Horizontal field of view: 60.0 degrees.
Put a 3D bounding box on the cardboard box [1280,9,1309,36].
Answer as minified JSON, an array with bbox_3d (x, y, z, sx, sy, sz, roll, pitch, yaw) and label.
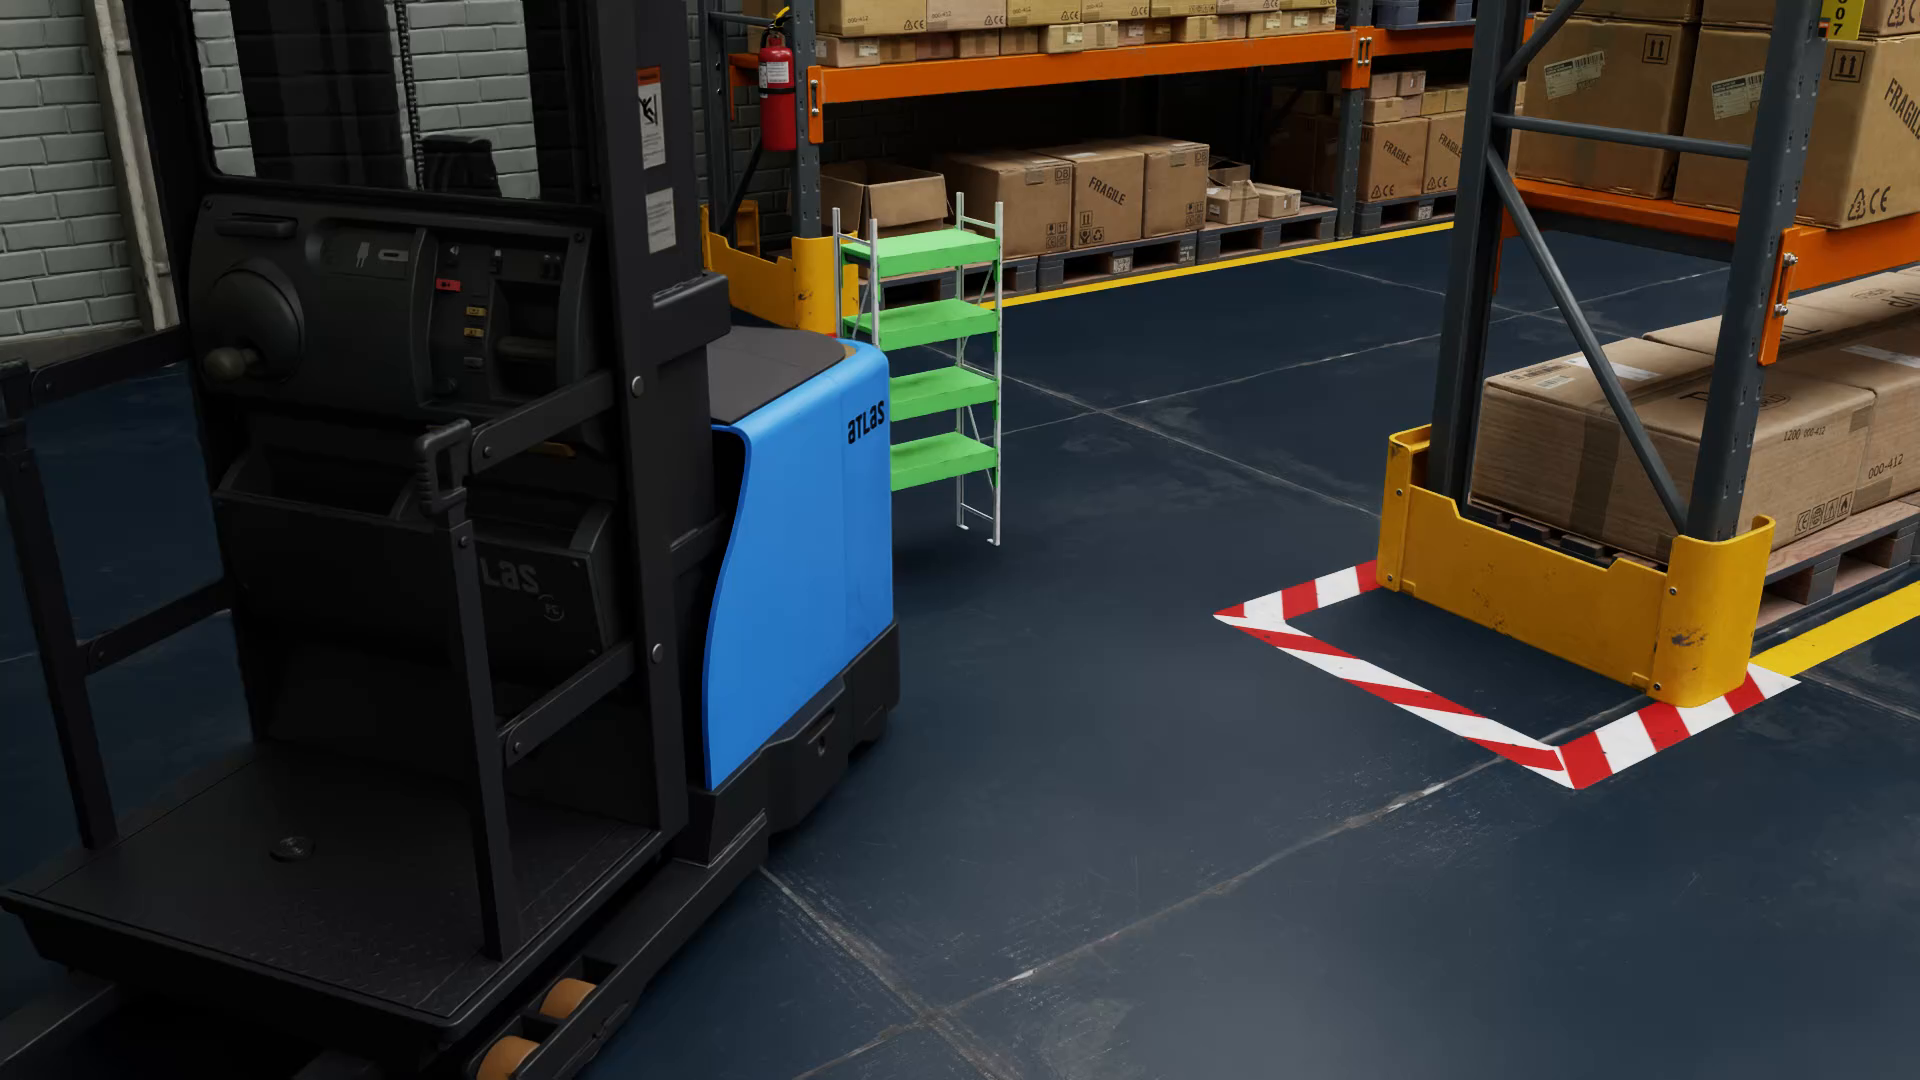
[{"bbox_3d":[1.896,-3.160,10.107,0.250,0.149,0.380,-14,26,-31],"label":"cardboard box"}]

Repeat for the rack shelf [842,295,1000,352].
[{"bbox_3d":[-0.134,-0.685,5.519,0.480,0.148,0.258,-15,26,-33],"label":"rack shelf"}]

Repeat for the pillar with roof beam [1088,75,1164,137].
[{"bbox_3d":[3.629,-5.096,6.526,0.400,9.000,9.100,-15,26,-33],"label":"pillar with roof beam"}]

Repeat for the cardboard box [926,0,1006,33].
[{"bbox_3d":[-0.106,-2.814,8.701,0.500,0.250,0.500,-15,26,-32],"label":"cardboard box"}]

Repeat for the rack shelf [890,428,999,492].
[{"bbox_3d":[-0.134,-0.239,5.697,0.480,0.148,0.258,-15,26,-33],"label":"rack shelf"}]

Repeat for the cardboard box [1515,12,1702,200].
[{"bbox_3d":[2.098,-1.357,5.114,0.500,0.500,0.500,-15,26,-33],"label":"cardboard box"}]

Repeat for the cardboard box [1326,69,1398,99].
[{"bbox_3d":[2.617,-2.974,10.831,0.250,0.149,0.380,-15,26,-34],"label":"cardboard box"}]

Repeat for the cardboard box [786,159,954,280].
[{"bbox_3d":[-0.489,-1.758,9.057,0.637,0.503,0.797,-16,27,-35],"label":"cardboard box"}]

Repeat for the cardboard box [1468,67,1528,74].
[{"bbox_3d":[4.003,-3.437,12.394,0.250,0.149,0.380,-16,27,-34],"label":"cardboard box"}]

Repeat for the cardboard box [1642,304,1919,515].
[{"bbox_3d":[3.077,-0.505,6.005,0.875,0.438,0.875,-14,26,-31],"label":"cardboard box"}]

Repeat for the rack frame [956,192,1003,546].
[{"bbox_3d":[0.064,-0.574,5.717,0.015,1.200,0.240,-15,26,-33],"label":"rack frame"}]

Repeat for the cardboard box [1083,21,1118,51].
[{"bbox_3d":[0.663,-2.818,9.249,0.250,0.149,0.380,-14,26,-32],"label":"cardboard box"}]

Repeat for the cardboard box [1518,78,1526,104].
[{"bbox_3d":[3.878,-3.186,11.765,0.250,0.149,0.380,-15,26,-33],"label":"cardboard box"}]

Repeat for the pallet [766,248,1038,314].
[{"bbox_3d":[-0.332,-1.513,9.403,1.213,0.211,1.003,-15,26,-33],"label":"pallet"}]

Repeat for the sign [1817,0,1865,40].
[{"bbox_3d":[2.180,-1.397,4.075,0.005,0.325,0.100,-15,26,-33],"label":"sign"}]

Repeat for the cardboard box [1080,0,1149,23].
[{"bbox_3d":[0.706,-3.041,9.272,0.500,0.250,0.500,-16,27,-34],"label":"cardboard box"}]

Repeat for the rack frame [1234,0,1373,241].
[{"bbox_3d":[2.206,-3.485,10.582,0.127,3.000,1.000,-15,26,-33],"label":"rack frame"}]

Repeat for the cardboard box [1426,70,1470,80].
[{"bbox_3d":[3.585,-3.325,12.112,0.250,0.149,0.380,-16,27,-35],"label":"cardboard box"}]

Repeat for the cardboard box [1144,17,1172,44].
[{"bbox_3d":[1.005,-2.962,9.611,0.250,0.149,0.380,-14,26,-32],"label":"cardboard box"}]

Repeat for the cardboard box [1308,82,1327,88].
[{"bbox_3d":[2.547,-3.045,11.411,0.250,0.149,0.380,-15,26,-33],"label":"cardboard box"}]

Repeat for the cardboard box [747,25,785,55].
[{"bbox_3d":[-0.928,-2.655,8.841,0.250,0.149,0.380,-15,26,-33],"label":"cardboard box"}]

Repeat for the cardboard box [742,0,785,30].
[{"bbox_3d":[-0.822,-2.867,8.834,0.500,0.250,0.500,-14,26,-31],"label":"cardboard box"}]

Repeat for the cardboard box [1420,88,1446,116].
[{"bbox_3d":[3.034,-2.960,11.197,0.250,0.149,0.380,-17,27,-36],"label":"cardboard box"}]

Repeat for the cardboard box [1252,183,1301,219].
[{"bbox_3d":[1.926,-2.147,10.508,0.250,0.149,0.380,-16,27,-34],"label":"cardboard box"}]

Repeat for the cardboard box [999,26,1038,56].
[{"bbox_3d":[0.212,-2.722,9.011,0.250,0.149,0.380,-14,26,-32],"label":"cardboard box"}]

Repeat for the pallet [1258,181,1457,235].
[{"bbox_3d":[2.844,-2.377,11.568,1.213,0.211,1.003,-15,26,-33],"label":"pallet"}]

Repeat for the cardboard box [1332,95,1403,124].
[{"bbox_3d":[2.653,-2.818,10.841,0.250,0.149,0.380,-14,25,-30],"label":"cardboard box"}]

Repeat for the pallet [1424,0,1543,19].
[{"bbox_3d":[3.877,-3.839,11.728,1.213,0.211,1.003,-15,26,-33],"label":"pallet"}]

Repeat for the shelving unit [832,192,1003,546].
[{"bbox_3d":[-0.134,-0.521,5.584,0.503,1.200,0.258,-15,26,-33],"label":"shelving unit"}]

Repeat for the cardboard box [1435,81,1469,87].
[{"bbox_3d":[3.473,-3.066,11.463,0.250,0.149,0.380,-15,26,-33],"label":"cardboard box"}]

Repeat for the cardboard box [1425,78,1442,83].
[{"bbox_3d":[3.187,-3.207,11.816,0.250,0.149,0.380,-14,26,-31],"label":"cardboard box"}]

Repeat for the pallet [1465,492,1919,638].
[{"bbox_3d":[2.465,-0.028,5.681,1.213,0.211,1.003,-15,26,-33],"label":"pallet"}]

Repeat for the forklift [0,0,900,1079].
[{"bbox_3d":[-1.191,-0.434,3.028,1.130,2.935,3.031,9,23,20],"label":"forklift"}]

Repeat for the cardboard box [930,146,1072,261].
[{"bbox_3d":[0.228,-1.930,9.492,0.500,0.500,0.700,-14,26,-31],"label":"cardboard box"}]

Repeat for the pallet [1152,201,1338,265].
[{"bbox_3d":[1.648,-2.041,10.727,1.213,0.211,1.003,-15,26,-33],"label":"pallet"}]

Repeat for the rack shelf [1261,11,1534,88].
[{"bbox_3d":[3.830,-3.583,11.800,4.000,0.370,1.077,-15,26,-33],"label":"rack shelf"}]

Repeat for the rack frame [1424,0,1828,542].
[{"bbox_3d":[1.861,-1.126,4.672,0.127,3.000,1.000,-15,26,-33],"label":"rack frame"}]

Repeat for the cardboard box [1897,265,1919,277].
[{"bbox_3d":[4.536,-0.894,6.979,0.875,0.438,0.875,-15,26,-34],"label":"cardboard box"}]

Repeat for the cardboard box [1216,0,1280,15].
[{"bbox_3d":[1.537,-3.257,9.811,0.500,0.250,0.500,-15,26,-33],"label":"cardboard box"}]

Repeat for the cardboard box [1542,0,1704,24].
[{"bbox_3d":[2.114,-1.813,4.909,0.500,0.500,0.500,-14,26,-31],"label":"cardboard box"}]

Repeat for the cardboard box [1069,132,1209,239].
[{"bbox_3d":[1.070,-2.155,10.055,0.500,0.500,0.700,-16,27,-35],"label":"cardboard box"}]

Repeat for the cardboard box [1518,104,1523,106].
[{"bbox_3d":[3.989,-2.891,11.900,0.500,0.500,0.500,-16,27,-35],"label":"cardboard box"}]

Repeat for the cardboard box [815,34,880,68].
[{"bbox_3d":[-0.614,-2.491,8.430,0.250,0.149,0.380,-15,26,-33],"label":"cardboard box"}]

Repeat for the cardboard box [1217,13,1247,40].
[{"bbox_3d":[1.471,-3.048,9.826,0.250,0.149,0.380,-14,26,-31],"label":"cardboard box"}]

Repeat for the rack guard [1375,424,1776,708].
[{"bbox_3d":[1.842,0.040,5.122,0.348,0.500,1.175,-15,26,-33],"label":"rack guard"}]

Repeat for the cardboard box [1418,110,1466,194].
[{"bbox_3d":[3.157,-2.674,11.356,0.500,0.500,0.500,-15,26,-34],"label":"cardboard box"}]

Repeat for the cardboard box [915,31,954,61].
[{"bbox_3d":[-0.241,-2.627,8.771,0.250,0.149,0.380,-15,26,-34],"label":"cardboard box"}]
